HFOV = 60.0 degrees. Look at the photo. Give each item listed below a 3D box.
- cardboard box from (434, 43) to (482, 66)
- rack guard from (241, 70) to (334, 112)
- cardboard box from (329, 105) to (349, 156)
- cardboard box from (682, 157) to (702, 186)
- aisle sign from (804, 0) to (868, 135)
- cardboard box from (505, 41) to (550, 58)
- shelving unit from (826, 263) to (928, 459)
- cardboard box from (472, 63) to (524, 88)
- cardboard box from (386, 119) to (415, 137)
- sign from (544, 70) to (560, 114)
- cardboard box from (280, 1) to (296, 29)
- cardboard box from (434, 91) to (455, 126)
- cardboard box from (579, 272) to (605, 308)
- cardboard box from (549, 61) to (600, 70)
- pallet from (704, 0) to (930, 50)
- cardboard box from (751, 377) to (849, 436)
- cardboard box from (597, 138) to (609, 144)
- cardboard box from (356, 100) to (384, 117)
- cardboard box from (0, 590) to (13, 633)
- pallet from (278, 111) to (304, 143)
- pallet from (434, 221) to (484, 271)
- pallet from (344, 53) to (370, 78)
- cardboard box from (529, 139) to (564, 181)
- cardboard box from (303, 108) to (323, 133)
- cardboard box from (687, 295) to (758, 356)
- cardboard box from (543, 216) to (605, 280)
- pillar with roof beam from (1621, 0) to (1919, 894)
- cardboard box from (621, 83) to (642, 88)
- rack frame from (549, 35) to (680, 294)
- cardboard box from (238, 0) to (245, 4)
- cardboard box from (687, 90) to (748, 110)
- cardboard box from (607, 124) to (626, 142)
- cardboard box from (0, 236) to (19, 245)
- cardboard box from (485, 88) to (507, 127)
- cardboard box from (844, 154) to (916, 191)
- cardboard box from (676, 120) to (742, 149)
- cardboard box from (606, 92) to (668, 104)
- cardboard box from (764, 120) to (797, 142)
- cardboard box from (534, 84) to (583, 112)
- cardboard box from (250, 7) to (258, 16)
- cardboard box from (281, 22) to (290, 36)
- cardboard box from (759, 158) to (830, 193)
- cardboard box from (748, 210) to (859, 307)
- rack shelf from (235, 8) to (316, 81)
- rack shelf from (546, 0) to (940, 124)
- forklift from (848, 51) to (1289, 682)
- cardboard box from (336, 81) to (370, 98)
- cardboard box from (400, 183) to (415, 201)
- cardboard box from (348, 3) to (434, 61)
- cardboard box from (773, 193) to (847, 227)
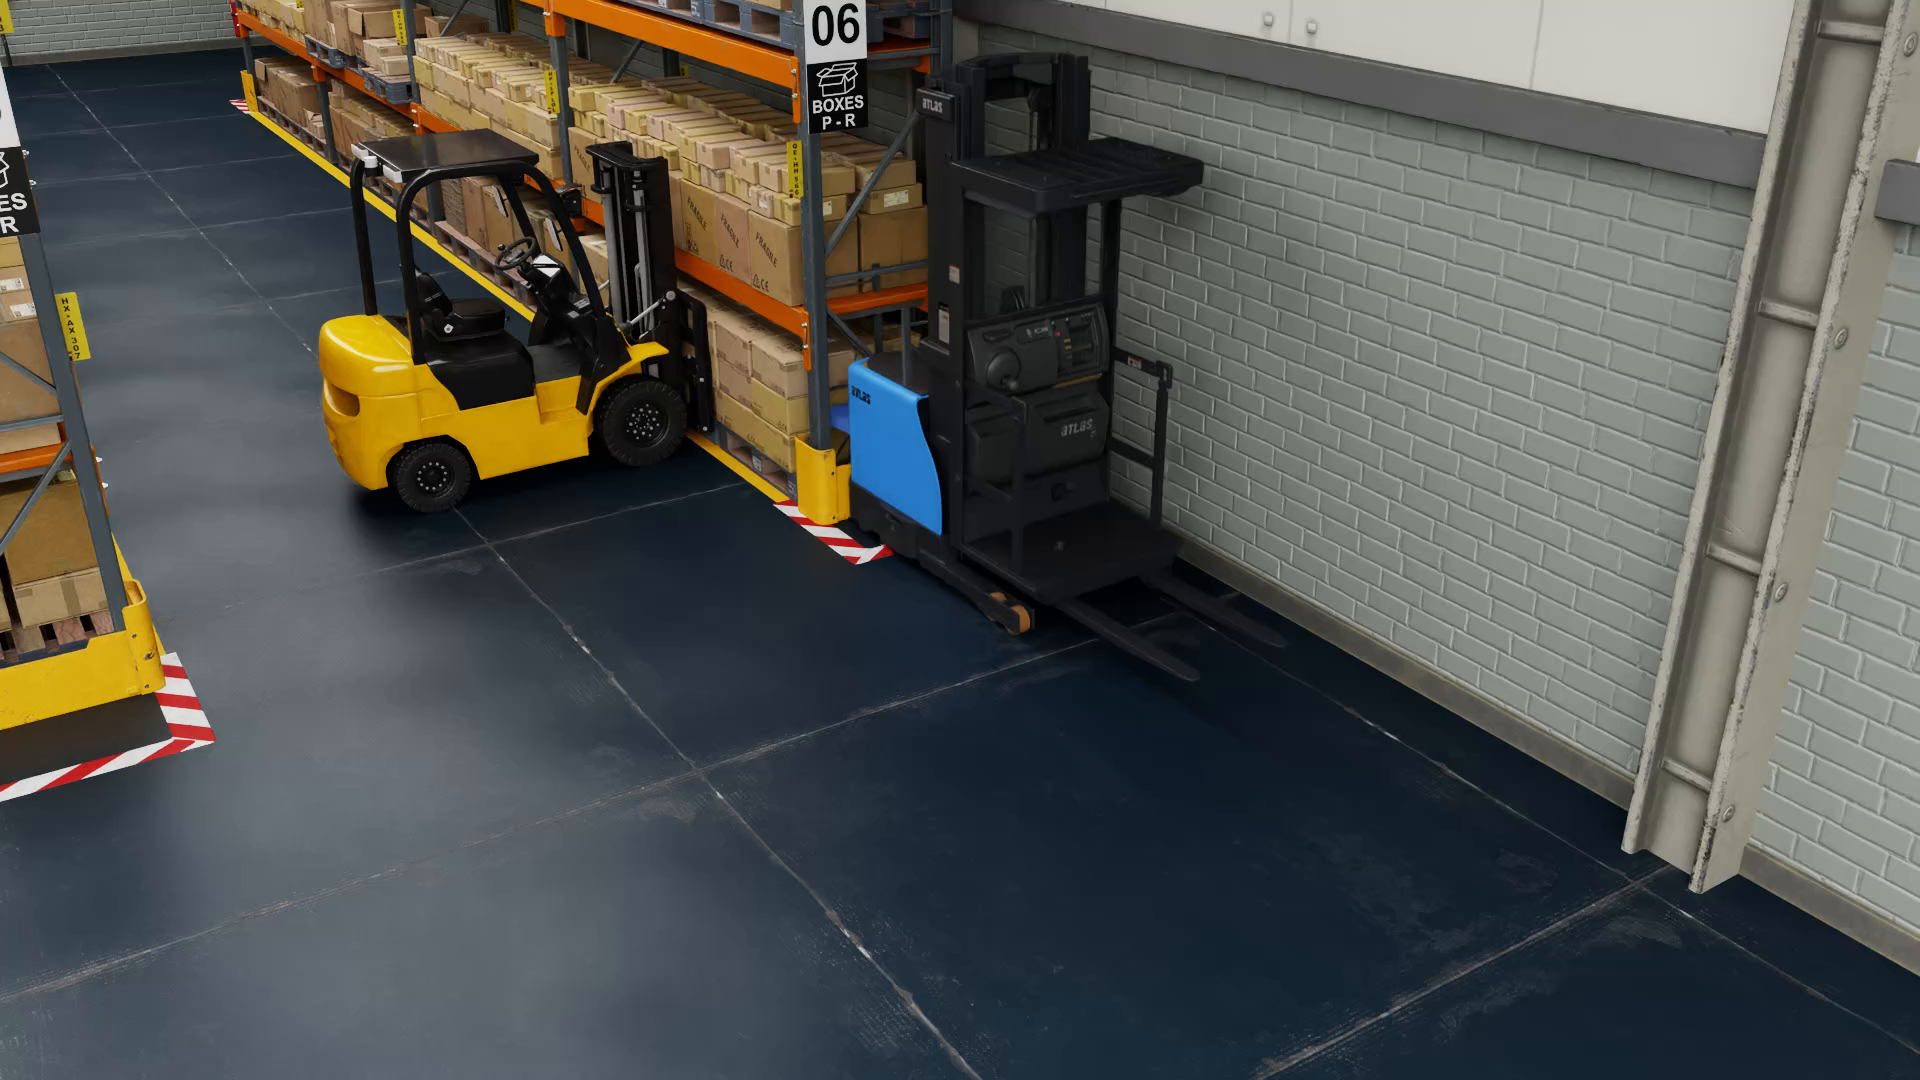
[{"bbox_3d":[-4.623,-4.481,15.351,0.380,0.149,0.250,-15,29,-28],"label":"cardboard box"},{"bbox_3d":[-9.185,-6.210,22.819,1.175,0.500,0.348,-16,29,-30],"label":"rack guard"},{"bbox_3d":[-6.967,-4.771,19.279,0.500,0.500,0.500,-14,29,-27],"label":"cardboard box"},{"bbox_3d":[-1.637,-2.495,11.145,0.380,0.149,0.250,-15,29,-29],"label":"cardboard box"},{"bbox_3d":[-0.702,-2.728,9.471,0.394,0.787,0.004,-16,29,-30],"label":"aisle sign"},{"bbox_3d":[-3.993,-4.530,15.454,0.380,0.149,0.250,-16,30,-31],"label":"cardboard box"},{"bbox_3d":[-0.406,-0.837,10.245,0.538,1.500,1.048,-16,27,-32],"label":"shelving unit"},{"bbox_3d":[-3.980,-4.011,14.356,0.380,0.149,0.250,-16,30,-31],"label":"cardboard box"},{"bbox_3d":[-5.865,-4.366,17.660,0.380,0.149,0.250,-16,30,-30],"label":"cardboard box"},{"bbox_3d":[-3.125,-3.433,12.745,0.100,0.325,0.005,-16,29,-30],"label":"sign"},{"bbox_3d":[-7.811,-6.305,19.918,0.500,0.250,0.500,-15,29,-29],"label":"cardboard box"},{"bbox_3d":[-4.551,-4.042,15.473,0.500,0.250,0.500,-16,30,-31],"label":"cardboard box"},{"bbox_3d":[-2.670,-2.003,13.123,0.500,0.250,0.500,-16,29,-30],"label":"cardboard box"},{"bbox_3d":[-3.339,-4.058,14.455,0.380,0.149,0.250,-16,30,-30],"label":"cardboard box"},{"bbox_3d":[-0.856,-3.220,10.147,1.003,0.211,1.213,-16,29,-30],"label":"pallet"},{"bbox_3d":[-1.020,-0.919,10.825,0.500,0.250,0.500,-16,30,-30],"label":"cardboard box"},{"bbox_3d":[-2.354,-2.719,12.378,0.500,0.500,0.500,-15,29,-29],"label":"cardboard box"},{"bbox_3d":[-6.543,-4.834,18.653,0.380,0.149,0.250,-16,30,-30],"label":"cardboard box"},{"bbox_3d":[-5.329,0.332,8.762,0.500,0.250,0.500,-16,29,-30],"label":"cardboard box"},{"bbox_3d":[-8.087,-5.358,21.354,1.003,0.211,1.213,-16,29,-30],"label":"pallet"},{"bbox_3d":[-4.443,-2.942,16.234,1.003,0.211,1.213,-16,29,-30],"label":"pallet"},{"bbox_3d":[-5.925,-5.114,17.794,1.003,0.211,1.213,-16,29,-30],"label":"pallet"},{"bbox_3d":[-3.170,-3.127,13.536,0.500,0.250,0.500,-15,29,-28],"label":"cardboard box"},{"bbox_3d":[-7.788,-5.149,20.354,0.396,0.266,0.258,-14,29,-28],"label":"cardboard box"},{"bbox_3d":[-1.572,-1.495,11.460,0.500,0.250,0.500,-15,29,-29],"label":"cardboard box"},{"bbox_3d":[-2.970,-2.375,14.058,0.875,0.625,0.625,-14,29,-27],"label":"cardboard box"},{"bbox_3d":[-0.449,-1.667,3.241,9.100,9.000,0.400,-16,29,-30],"label":"pillar with roof beam"},{"bbox_3d":[-2.688,-3.590,13.463,0.380,0.149,0.250,-16,30,-31],"label":"cardboard box"},{"bbox_3d":[-2.676,-3.075,13.251,1.000,3.000,0.127,-16,29,-30],"label":"rack frame"},{"bbox_3d":[-9.204,-7.209,21.835,0.500,0.250,0.500,-15,29,-29],"label":"cardboard box"},{"bbox_3d":[-1.801,-3.239,12.372,0.380,0.149,0.250,-16,30,-31],"label":"cardboard box"},{"bbox_3d":[-2.341,-2.954,12.117,0.380,0.149,0.250,-15,29,-28],"label":"cardboard box"},{"bbox_3d":[-5.524,-1.447,9.336,0.500,0.500,0.500,-16,30,-31],"label":"cardboard box"},{"bbox_3d":[-3.719,-3.716,14.198,0.500,0.250,0.500,-15,29,-29],"label":"cardboard box"},{"bbox_3d":[-0.496,-2.288,10.357,0.380,0.149,0.250,-16,30,-31],"label":"cardboard box"},{"bbox_3d":[-1.706,-2.744,11.324,0.380,0.149,0.250,-15,29,-29],"label":"cardboard box"},{"bbox_3d":[-2.385,-3.204,12.297,0.380,0.149,0.250,-16,30,-31],"label":"cardboard box"},{"bbox_3d":[-1.115,-2.778,11.395,0.380,0.149,0.250,-16,30,-31],"label":"cardboard box"},{"bbox_3d":[-3.204,-3.572,13.427,0.380,0.149,0.250,-16,30,-30],"label":"cardboard box"},{"bbox_3d":[-9.099,-6.992,21.842,0.380,0.149,0.250,-15,29,-28],"label":"cardboard box"},{"bbox_3d":[-8.034,-6.239,20.246,0.380,0.149,0.250,-16,30,-30],"label":"cardboard box"},{"bbox_3d":[-1.025,-2.278,10.336,0.380,0.149,0.250,-15,29,-29],"label":"cardboard box"},{"bbox_3d":[-0.981,-1.805,10.442,0.500,0.500,0.500,-16,30,-31],"label":"cardboard box"},{"bbox_3d":[-8.135,-6.327,20.981,1.077,0.370,4.000,-16,29,-30],"label":"rack shelf"},{"bbox_3d":[-1.584,-3.391,11.249,1.077,0.370,4.000,-16,29,-30],"label":"rack shelf"},{"bbox_3d":[0.562,-1.036,9.010,1.130,2.935,3.031,-17,30,-31],"label":"forklift"},{"bbox_3d":[-6.888,-5.152,18.978,0.380,0.149,0.250,-17,30,-32],"label":"cardboard box"},{"bbox_3d":[-5.535,-3.848,17.324,0.500,0.500,0.500,-16,30,-30],"label":"cardboard box"},{"bbox_3d":[-5.905,-5.283,17.315,0.797,0.503,0.637,-16,30,-31],"label":"cardboard box"},{"bbox_3d":[-0.916,-2.042,10.185,0.380,0.149,0.250,-15,29,-29],"label":"cardboard box"}]
